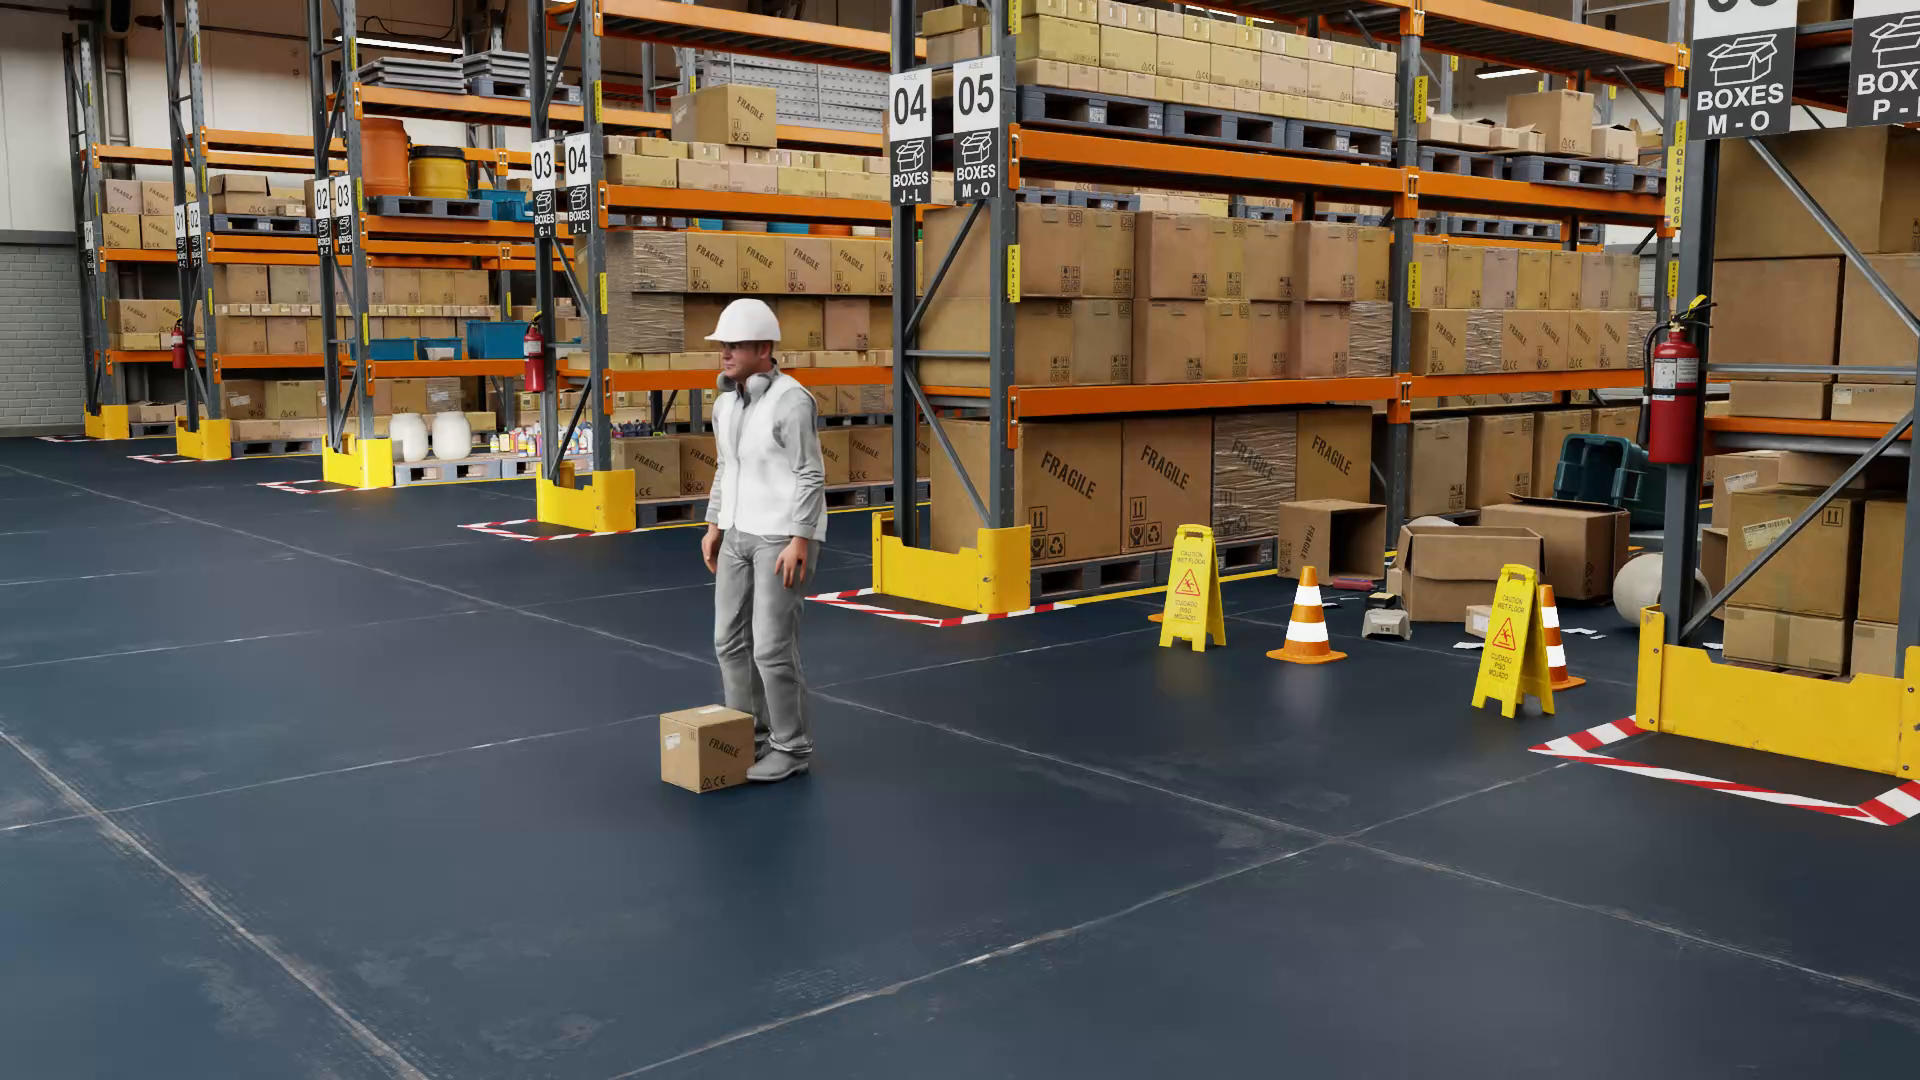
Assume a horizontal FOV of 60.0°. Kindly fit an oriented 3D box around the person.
[{"bbox_3d":[-0.743,-0.007,6.224,0.463,1.772,0.589,-7,10,-43],"label":"person"}]
